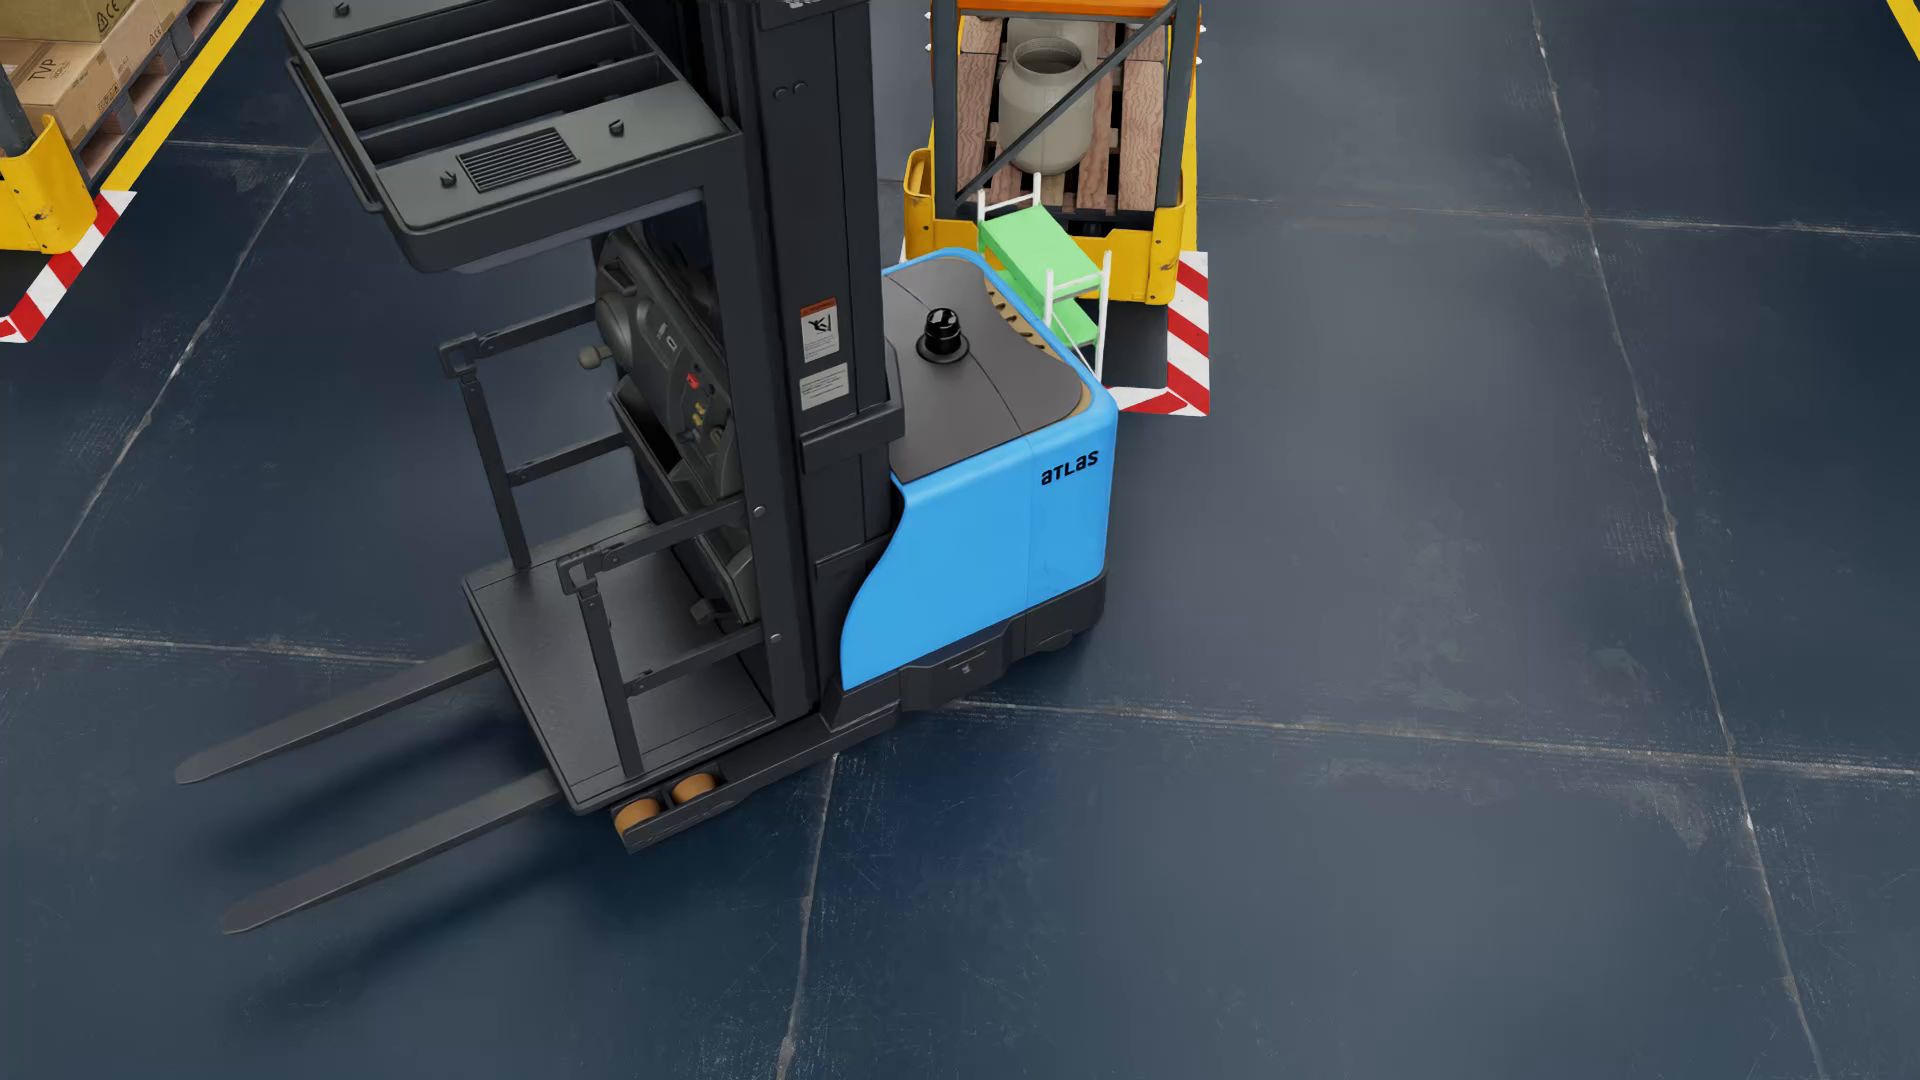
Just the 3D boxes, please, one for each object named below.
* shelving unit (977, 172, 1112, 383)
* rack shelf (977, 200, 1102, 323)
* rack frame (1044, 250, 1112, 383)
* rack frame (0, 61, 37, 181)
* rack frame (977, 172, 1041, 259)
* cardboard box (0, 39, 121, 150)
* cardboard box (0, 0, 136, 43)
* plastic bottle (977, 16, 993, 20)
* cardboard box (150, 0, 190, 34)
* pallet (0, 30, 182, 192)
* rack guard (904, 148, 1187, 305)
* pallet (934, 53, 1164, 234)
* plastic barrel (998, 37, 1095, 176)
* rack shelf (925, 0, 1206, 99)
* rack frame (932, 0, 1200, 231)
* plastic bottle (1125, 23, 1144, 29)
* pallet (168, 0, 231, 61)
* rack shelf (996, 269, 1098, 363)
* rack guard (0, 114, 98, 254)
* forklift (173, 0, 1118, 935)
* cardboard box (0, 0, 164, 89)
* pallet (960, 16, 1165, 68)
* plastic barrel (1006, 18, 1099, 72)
[{"bbox_3d":[0.281,-0.672,6.051,0.258,1.200,0.503,-20,51,-18],"label":"shelving unit"},{"bbox_3d":[0.281,-0.952,5.744,0.258,0.148,0.480,-20,51,-18],"label":"rack shelf"},{"bbox_3d":[0.391,-0.511,5.904,0.240,1.200,0.015,-20,51,-18],"label":"rack frame"},{"bbox_3d":[-4.534,-2.466,6.473,1.000,3.000,0.127,4,48,4],"label":"rack frame"},{"bbox_3d":[0.171,-0.832,6.198,0.240,1.200,0.015,-20,51,-18],"label":"rack frame"},{"bbox_3d":[-4.264,-2.059,7.679,0.500,0.250,0.500,4,48,4],"label":"cardboard box"},{"bbox_3d":[-4.220,-2.680,7.739,0.500,0.500,0.500,4,48,4],"label":"cardboard box"},{"bbox_3d":[0.129,-2.713,8.297,0.097,0.201,0.097,0,48,0],"label":"plastic bottle"},{"bbox_3d":[-4.176,-2.794,8.352,0.500,0.250,0.500,4,48,4],"label":"cardboard box"},{"bbox_3d":[-4.507,-2.090,8.018,1.003,0.211,1.213,4,48,4],"label":"pallet"},{"bbox_3d":[0.358,-1.346,7.142,1.175,0.500,0.348,4,48,4],"label":"rack guard"},{"bbox_3d":[0.437,-1.845,7.794,1.003,0.211,1.213,4,48,4],"label":"pallet"},{"bbox_3d":[0.382,-1.921,7.376,0.421,0.512,0.421,0,48,0],"label":"plastic barrel"},{"bbox_3d":[0.580,-3.357,7.775,1.077,0.370,4.000,4,48,4],"label":"rack shelf"},{"bbox_3d":[0.398,-2.130,6.166,1.000,3.000,0.127,4,48,4],"label":"rack frame"},{"bbox_3d":[0.873,-2.669,8.209,0.097,0.271,0.097,0,48,0],"label":"plastic bottle"},{"bbox_3d":[-4.393,-2.984,8.836,1.003,0.211,1.213,4,48,4],"label":"pallet"},{"bbox_3d":[0.281,-0.790,5.921,0.258,0.148,0.480,-20,51,-18],"label":"rack shelf"},{"bbox_3d":[-4.537,-1.605,7.379,1.175,0.500,0.348,4,48,4],"label":"rack guard"},{"bbox_3d":[-1.022,-0.450,4.675,3.031,2.935,1.130,-23,52,-20],"label":"forklift"},{"bbox_3d":[-4.222,-2.427,8.015,0.500,0.250,0.500,4,48,4],"label":"cardboard box"},{"bbox_3d":[0.551,-2.739,8.612,1.003,0.211,1.213,4,48,4],"label":"pallet"},{"bbox_3d":[0.427,-2.289,7.713,0.421,0.512,0.421,0,48,0],"label":"plastic barrel"}]
